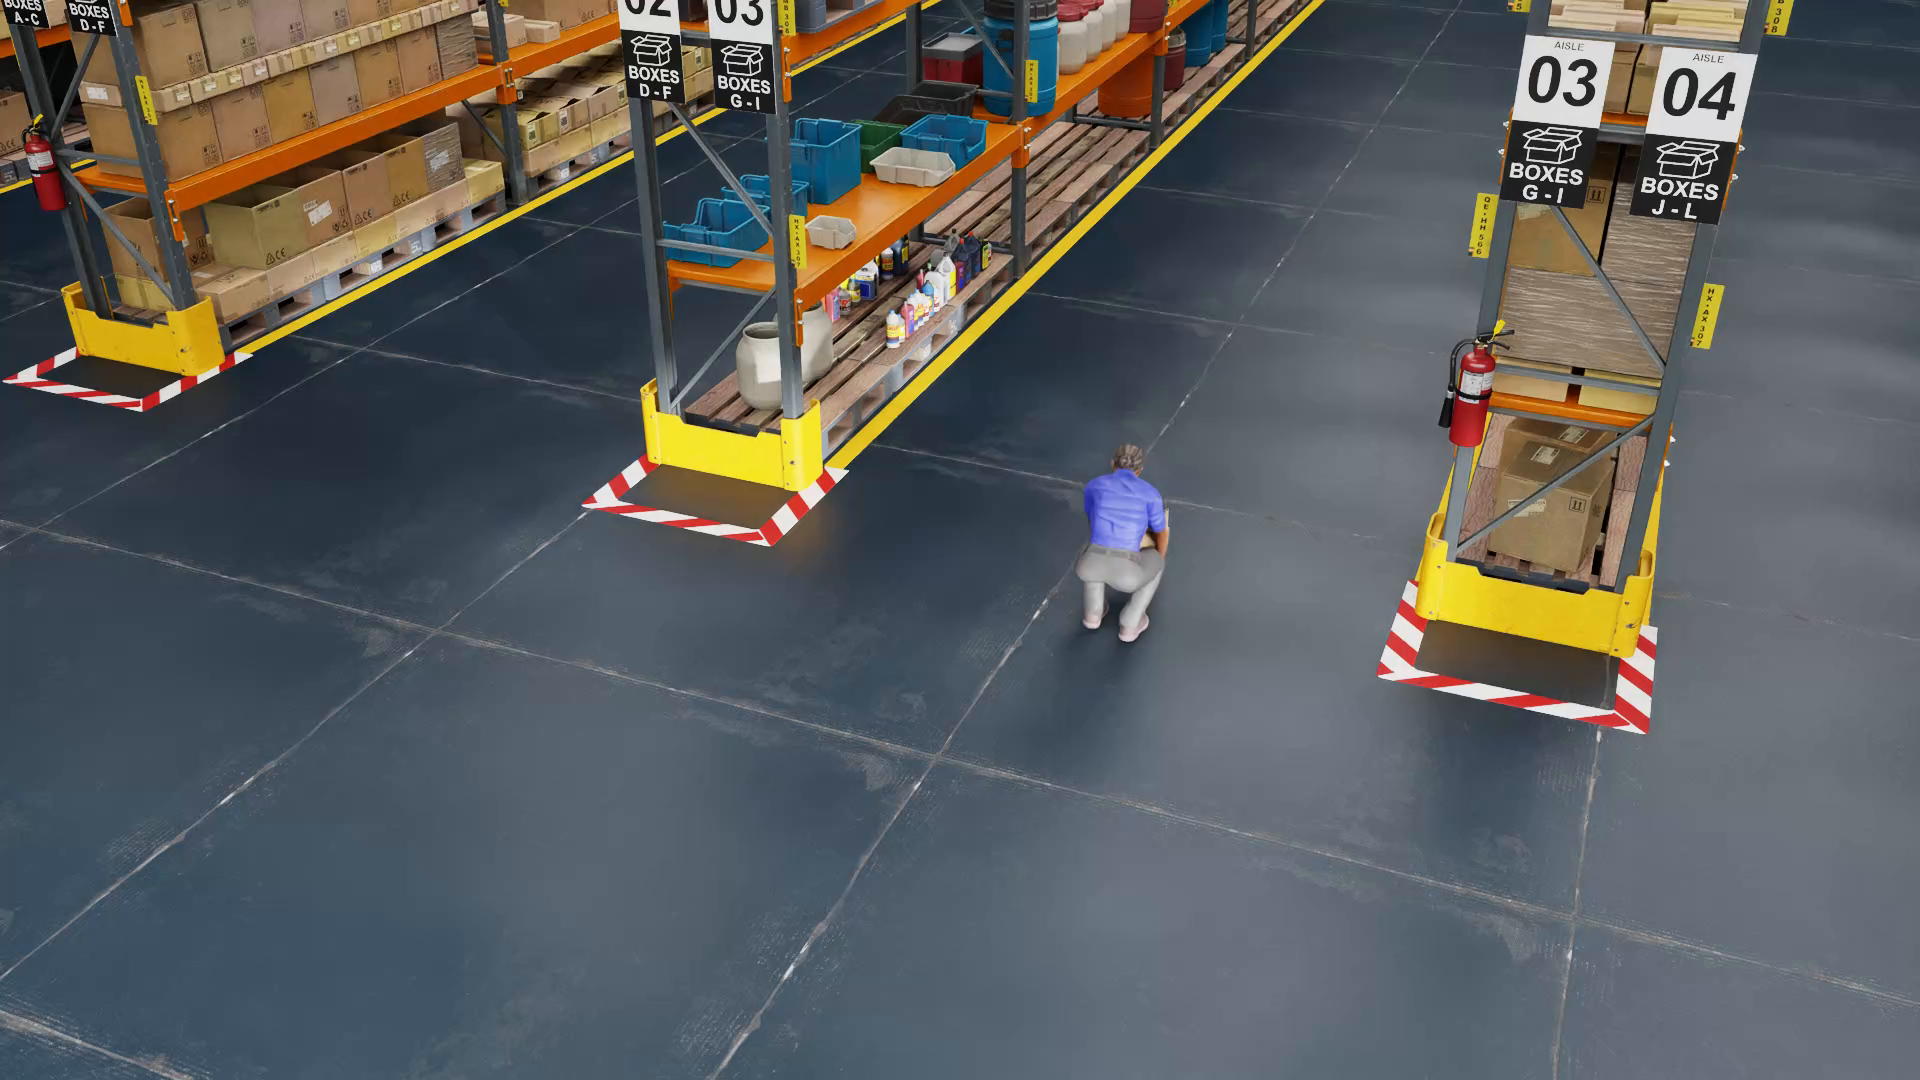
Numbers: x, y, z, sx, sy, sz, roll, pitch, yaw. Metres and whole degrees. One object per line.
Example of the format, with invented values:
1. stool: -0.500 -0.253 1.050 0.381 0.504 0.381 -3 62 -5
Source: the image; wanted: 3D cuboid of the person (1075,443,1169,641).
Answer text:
1. person: 0.876 0.009 9.115 0.482 0.936 0.824 11 32 19
